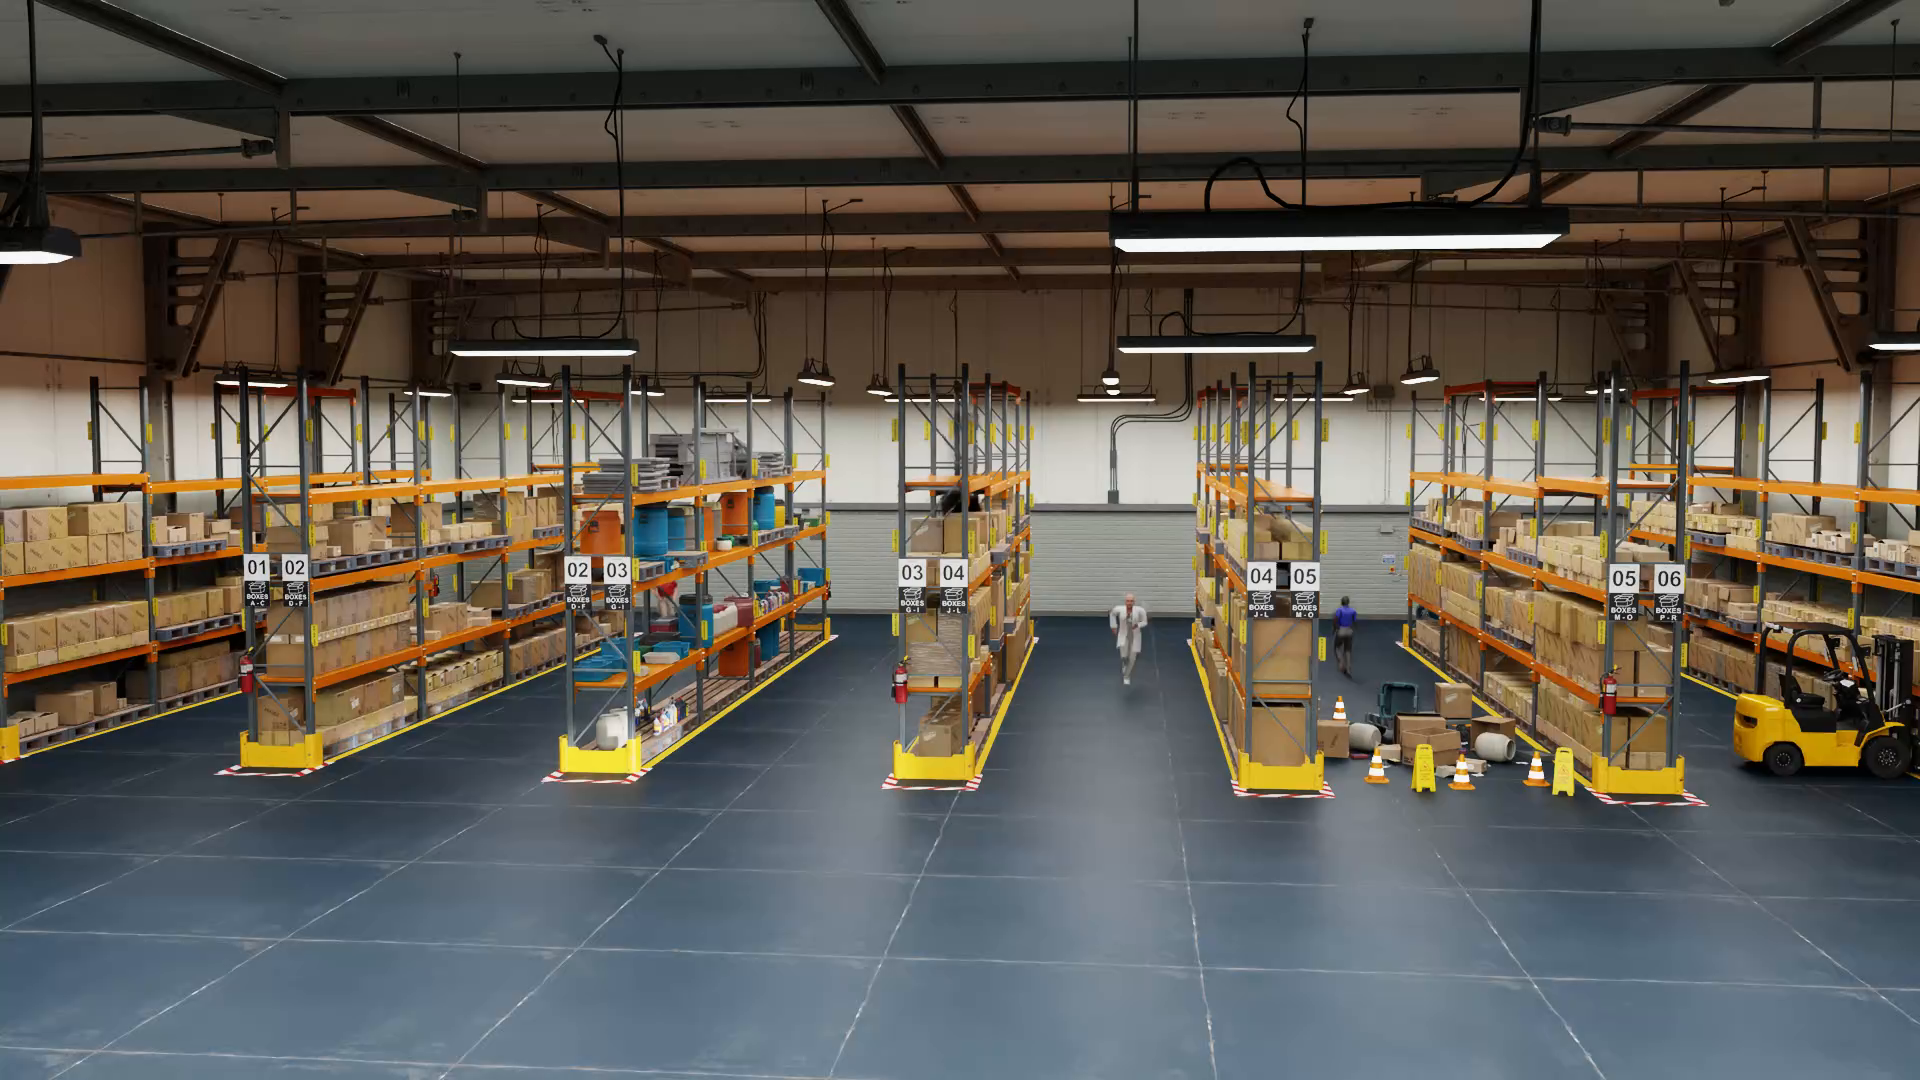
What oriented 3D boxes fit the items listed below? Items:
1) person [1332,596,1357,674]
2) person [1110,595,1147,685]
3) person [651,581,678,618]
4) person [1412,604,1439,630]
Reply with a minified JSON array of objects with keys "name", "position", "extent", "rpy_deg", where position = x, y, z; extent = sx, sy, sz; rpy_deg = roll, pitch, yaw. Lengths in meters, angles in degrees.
[{"name":"person","position":[7.993,1.967,34.690],"extent":[0.551,1.611,0.664],"rpy_deg":[0,4,-5]},{"name":"person","position":[3.150,1.873,31.102],"extent":[0.694,1.719,0.778],"rpy_deg":[0,4,3]},{"name":"person","position":[-7.313,1.522,41.203],"extent":[0.672,1.698,0.607],"rpy_deg":[-1,4,-20]},{"name":"person","position":[11.661,1.514,41.606],"extent":[0.891,1.588,0.535],"rpy_deg":[-1,4,-8]}]
